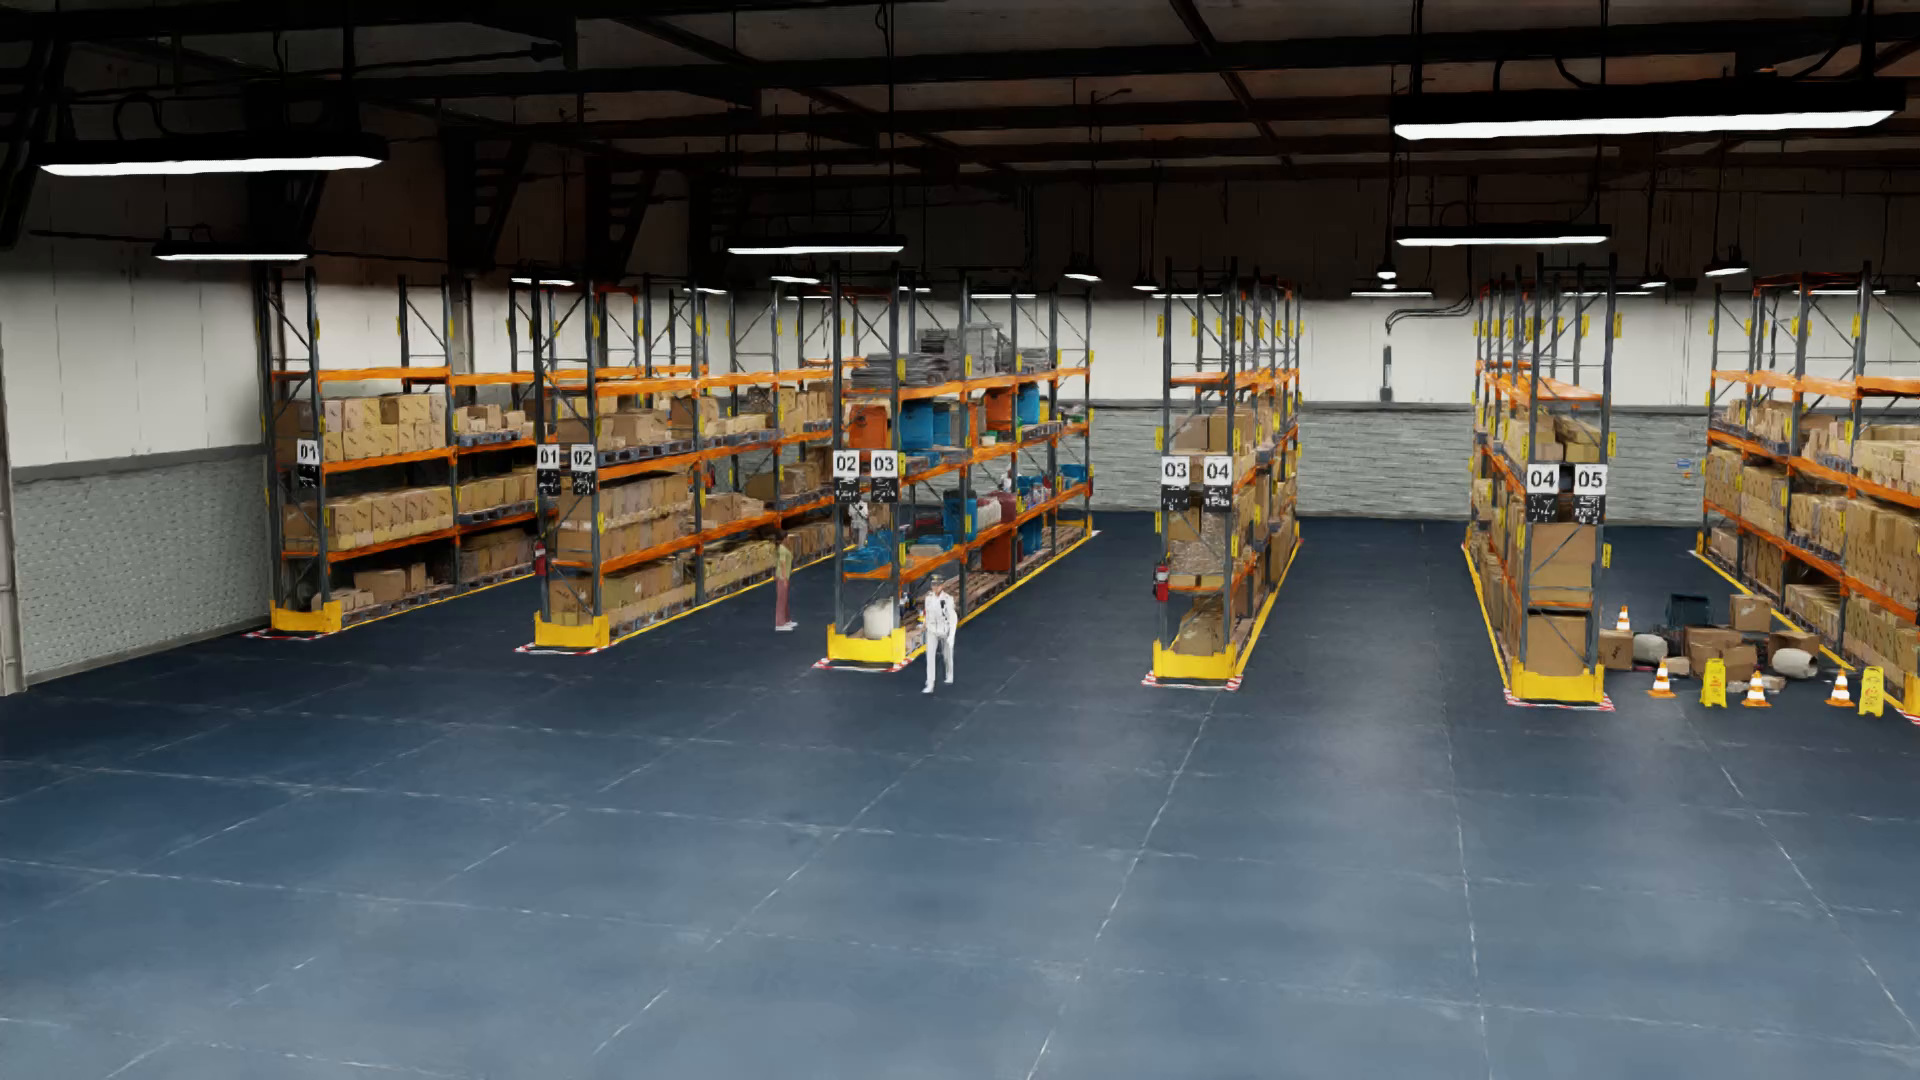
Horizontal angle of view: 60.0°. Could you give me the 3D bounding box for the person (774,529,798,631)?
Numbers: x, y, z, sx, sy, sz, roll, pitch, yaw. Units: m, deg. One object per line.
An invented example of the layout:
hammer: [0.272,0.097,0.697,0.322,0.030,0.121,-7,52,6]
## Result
person: [-2.909,0.653,27.704,0.422,1.673,0.499,-2,8,-15]

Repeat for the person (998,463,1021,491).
person: [1.275,-1.054,41.115,0.715,1.716,0.572,2,8,15]

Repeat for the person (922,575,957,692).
person: [-0.272,1.267,23.094,0.502,1.625,0.976,2,7,14]

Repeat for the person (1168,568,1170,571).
person: [4.407,-0.250,34.325,0.577,1.785,0.655,7,10,43]

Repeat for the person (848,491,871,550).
person: [-2.165,-0.289,35.401,0.456,1.589,1.088,2,8,17]
